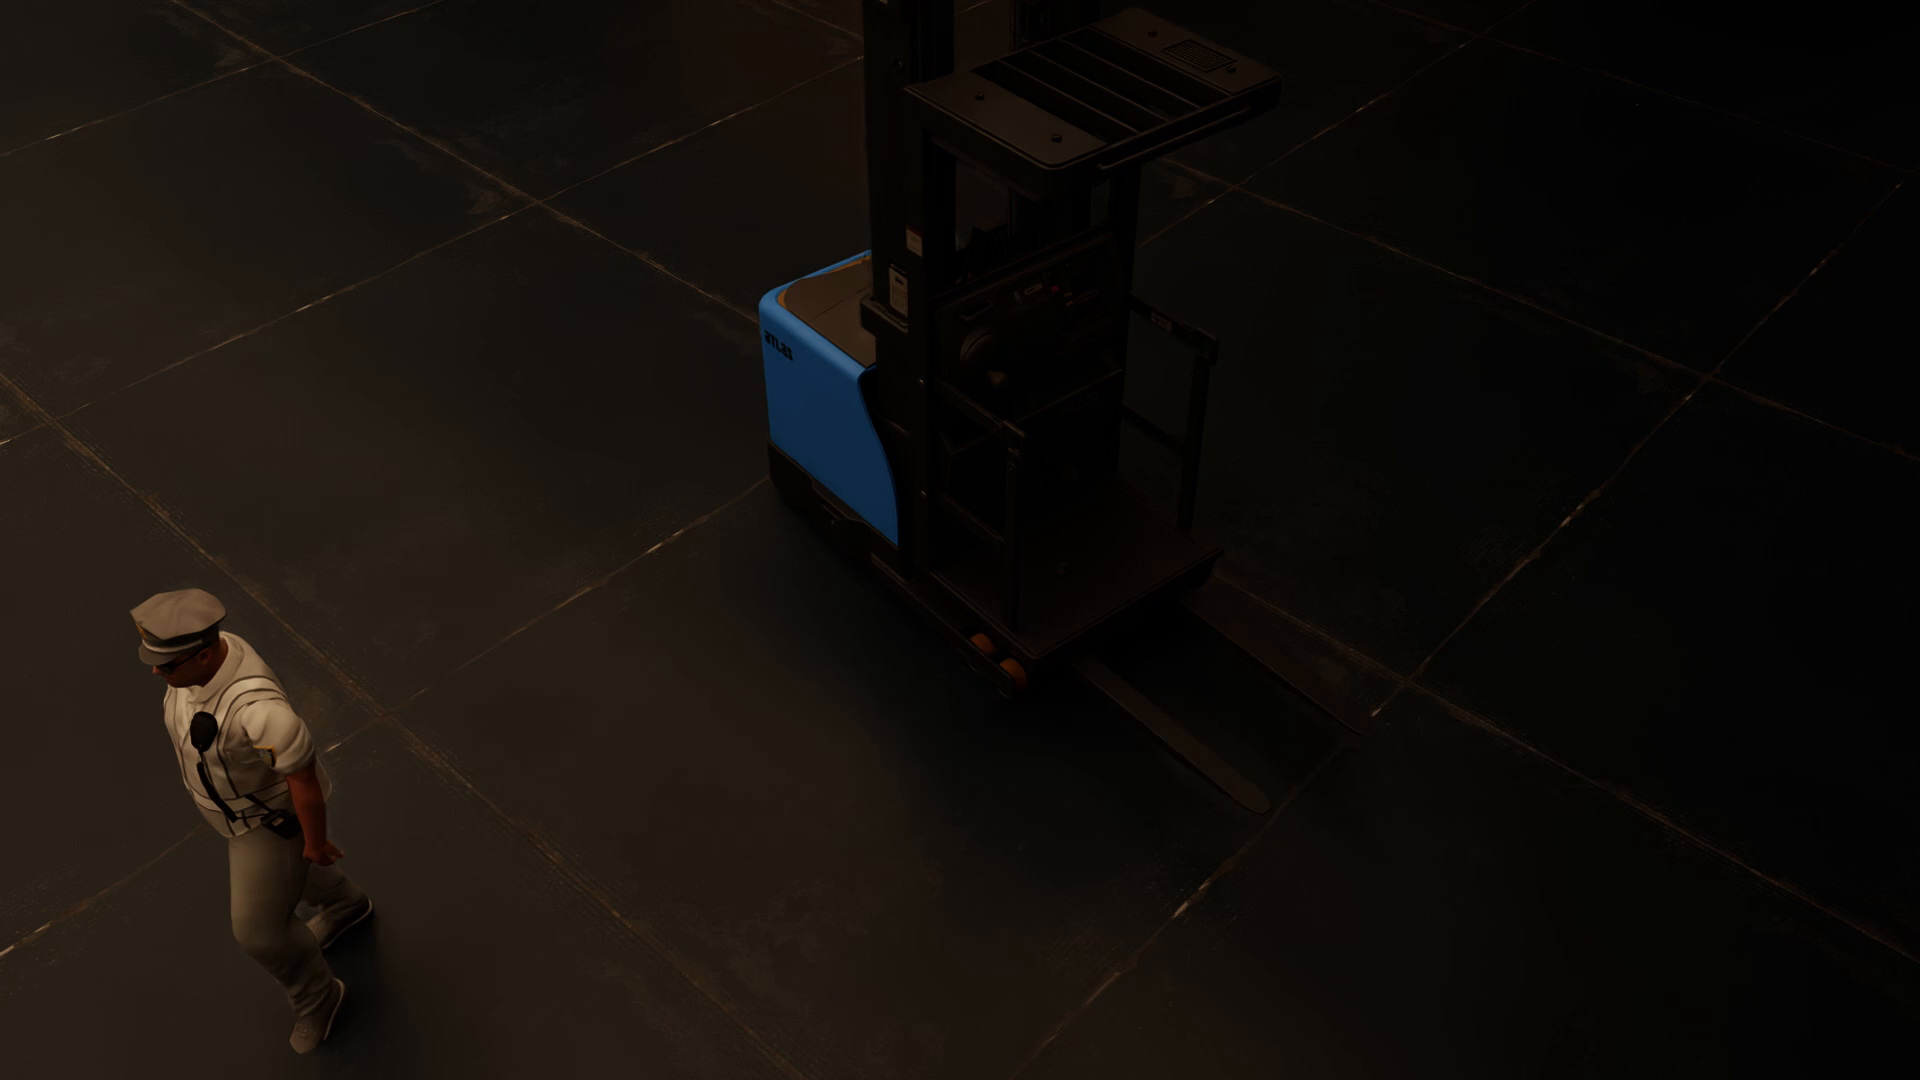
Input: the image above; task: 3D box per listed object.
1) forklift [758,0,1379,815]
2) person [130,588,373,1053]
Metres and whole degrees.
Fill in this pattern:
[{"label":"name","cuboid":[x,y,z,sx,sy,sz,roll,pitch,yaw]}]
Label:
[{"label":"forklift","cuboid":[0.417,-0.827,6.392,1.130,2.935,3.031,-28,48,-29]},{"label":"person","cuboid":[-2.286,0.883,5.377,0.536,1.812,0.636,-32,50,-31]}]
